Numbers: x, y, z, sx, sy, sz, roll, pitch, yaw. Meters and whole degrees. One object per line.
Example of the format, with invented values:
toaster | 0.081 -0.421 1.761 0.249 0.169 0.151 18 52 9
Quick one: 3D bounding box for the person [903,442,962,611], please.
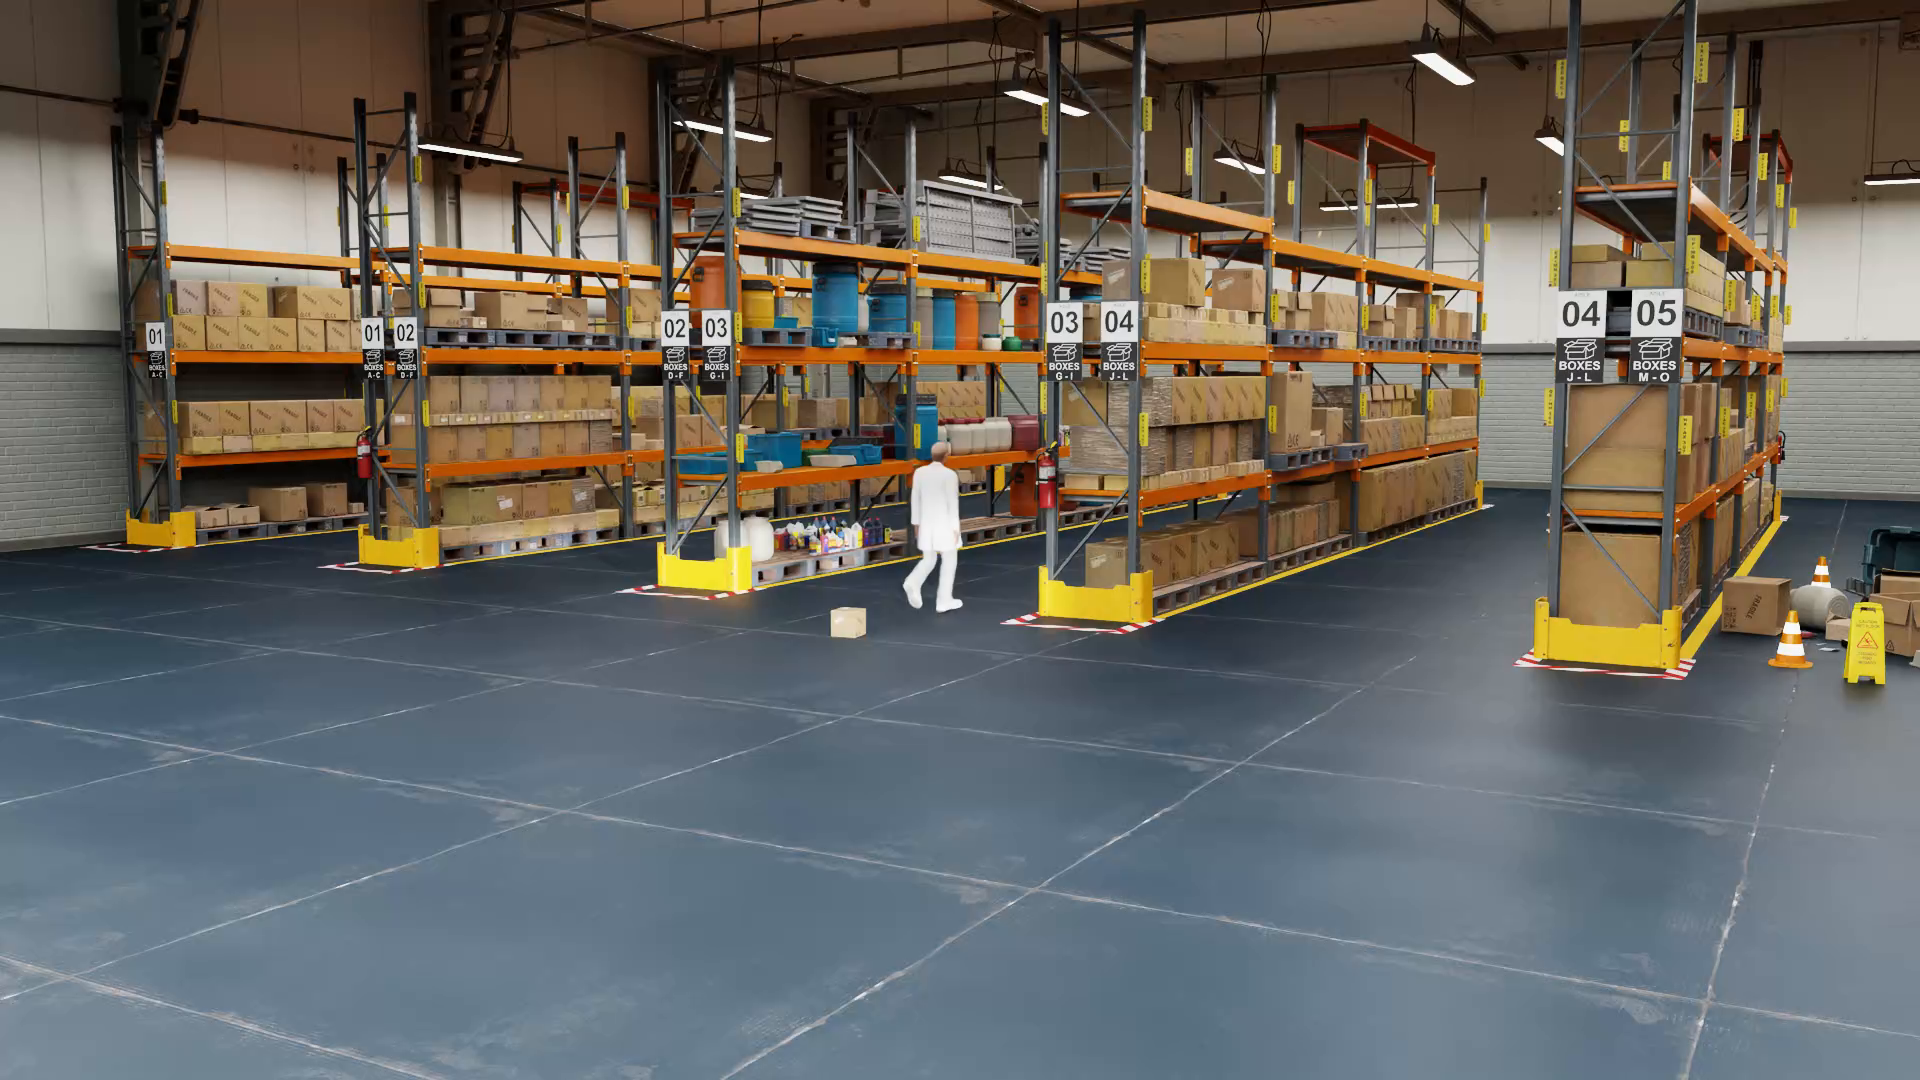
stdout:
person | -0.282 -0.135 17.202 0.594 1.756 0.812 4 7 32
